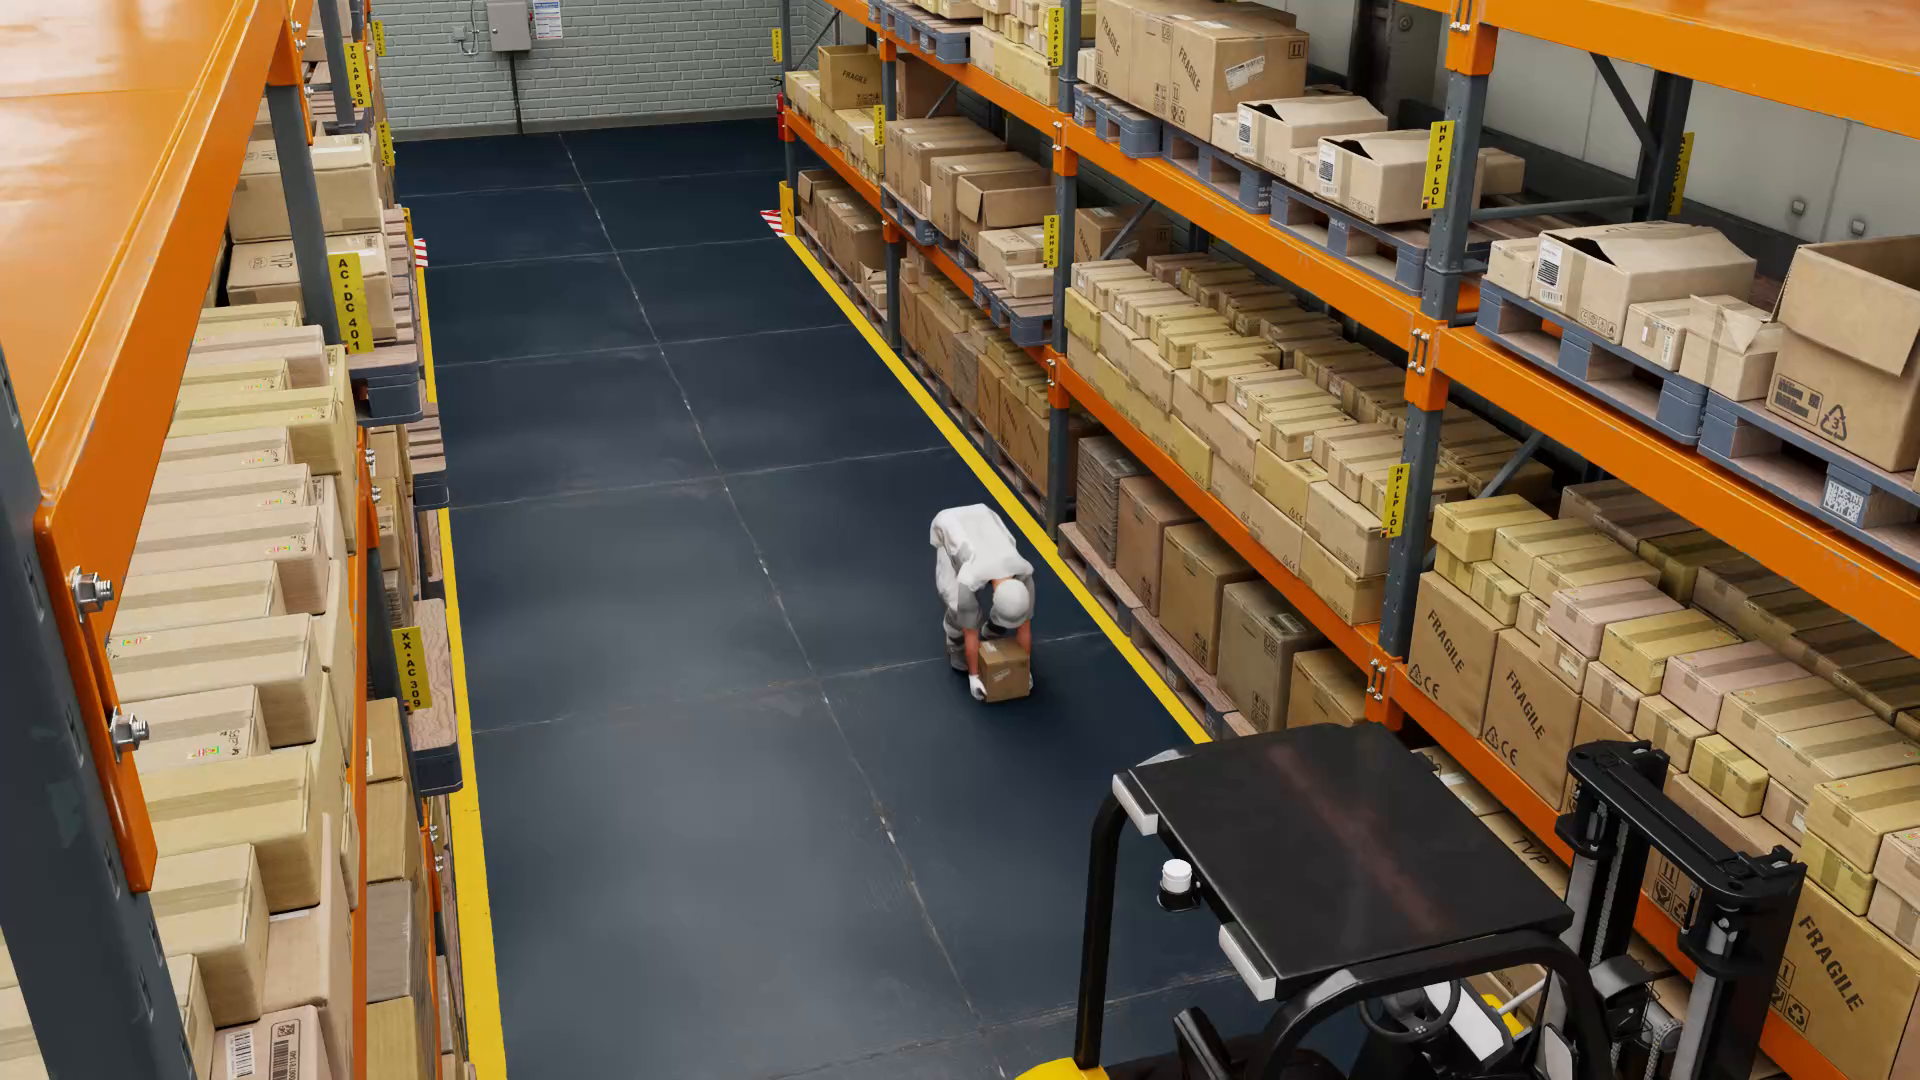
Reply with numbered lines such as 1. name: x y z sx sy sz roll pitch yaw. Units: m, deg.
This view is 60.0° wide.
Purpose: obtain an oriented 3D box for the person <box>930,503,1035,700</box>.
1. person: 0.153 0.334 9.407 0.531 0.925 0.954 -9 28 -18
